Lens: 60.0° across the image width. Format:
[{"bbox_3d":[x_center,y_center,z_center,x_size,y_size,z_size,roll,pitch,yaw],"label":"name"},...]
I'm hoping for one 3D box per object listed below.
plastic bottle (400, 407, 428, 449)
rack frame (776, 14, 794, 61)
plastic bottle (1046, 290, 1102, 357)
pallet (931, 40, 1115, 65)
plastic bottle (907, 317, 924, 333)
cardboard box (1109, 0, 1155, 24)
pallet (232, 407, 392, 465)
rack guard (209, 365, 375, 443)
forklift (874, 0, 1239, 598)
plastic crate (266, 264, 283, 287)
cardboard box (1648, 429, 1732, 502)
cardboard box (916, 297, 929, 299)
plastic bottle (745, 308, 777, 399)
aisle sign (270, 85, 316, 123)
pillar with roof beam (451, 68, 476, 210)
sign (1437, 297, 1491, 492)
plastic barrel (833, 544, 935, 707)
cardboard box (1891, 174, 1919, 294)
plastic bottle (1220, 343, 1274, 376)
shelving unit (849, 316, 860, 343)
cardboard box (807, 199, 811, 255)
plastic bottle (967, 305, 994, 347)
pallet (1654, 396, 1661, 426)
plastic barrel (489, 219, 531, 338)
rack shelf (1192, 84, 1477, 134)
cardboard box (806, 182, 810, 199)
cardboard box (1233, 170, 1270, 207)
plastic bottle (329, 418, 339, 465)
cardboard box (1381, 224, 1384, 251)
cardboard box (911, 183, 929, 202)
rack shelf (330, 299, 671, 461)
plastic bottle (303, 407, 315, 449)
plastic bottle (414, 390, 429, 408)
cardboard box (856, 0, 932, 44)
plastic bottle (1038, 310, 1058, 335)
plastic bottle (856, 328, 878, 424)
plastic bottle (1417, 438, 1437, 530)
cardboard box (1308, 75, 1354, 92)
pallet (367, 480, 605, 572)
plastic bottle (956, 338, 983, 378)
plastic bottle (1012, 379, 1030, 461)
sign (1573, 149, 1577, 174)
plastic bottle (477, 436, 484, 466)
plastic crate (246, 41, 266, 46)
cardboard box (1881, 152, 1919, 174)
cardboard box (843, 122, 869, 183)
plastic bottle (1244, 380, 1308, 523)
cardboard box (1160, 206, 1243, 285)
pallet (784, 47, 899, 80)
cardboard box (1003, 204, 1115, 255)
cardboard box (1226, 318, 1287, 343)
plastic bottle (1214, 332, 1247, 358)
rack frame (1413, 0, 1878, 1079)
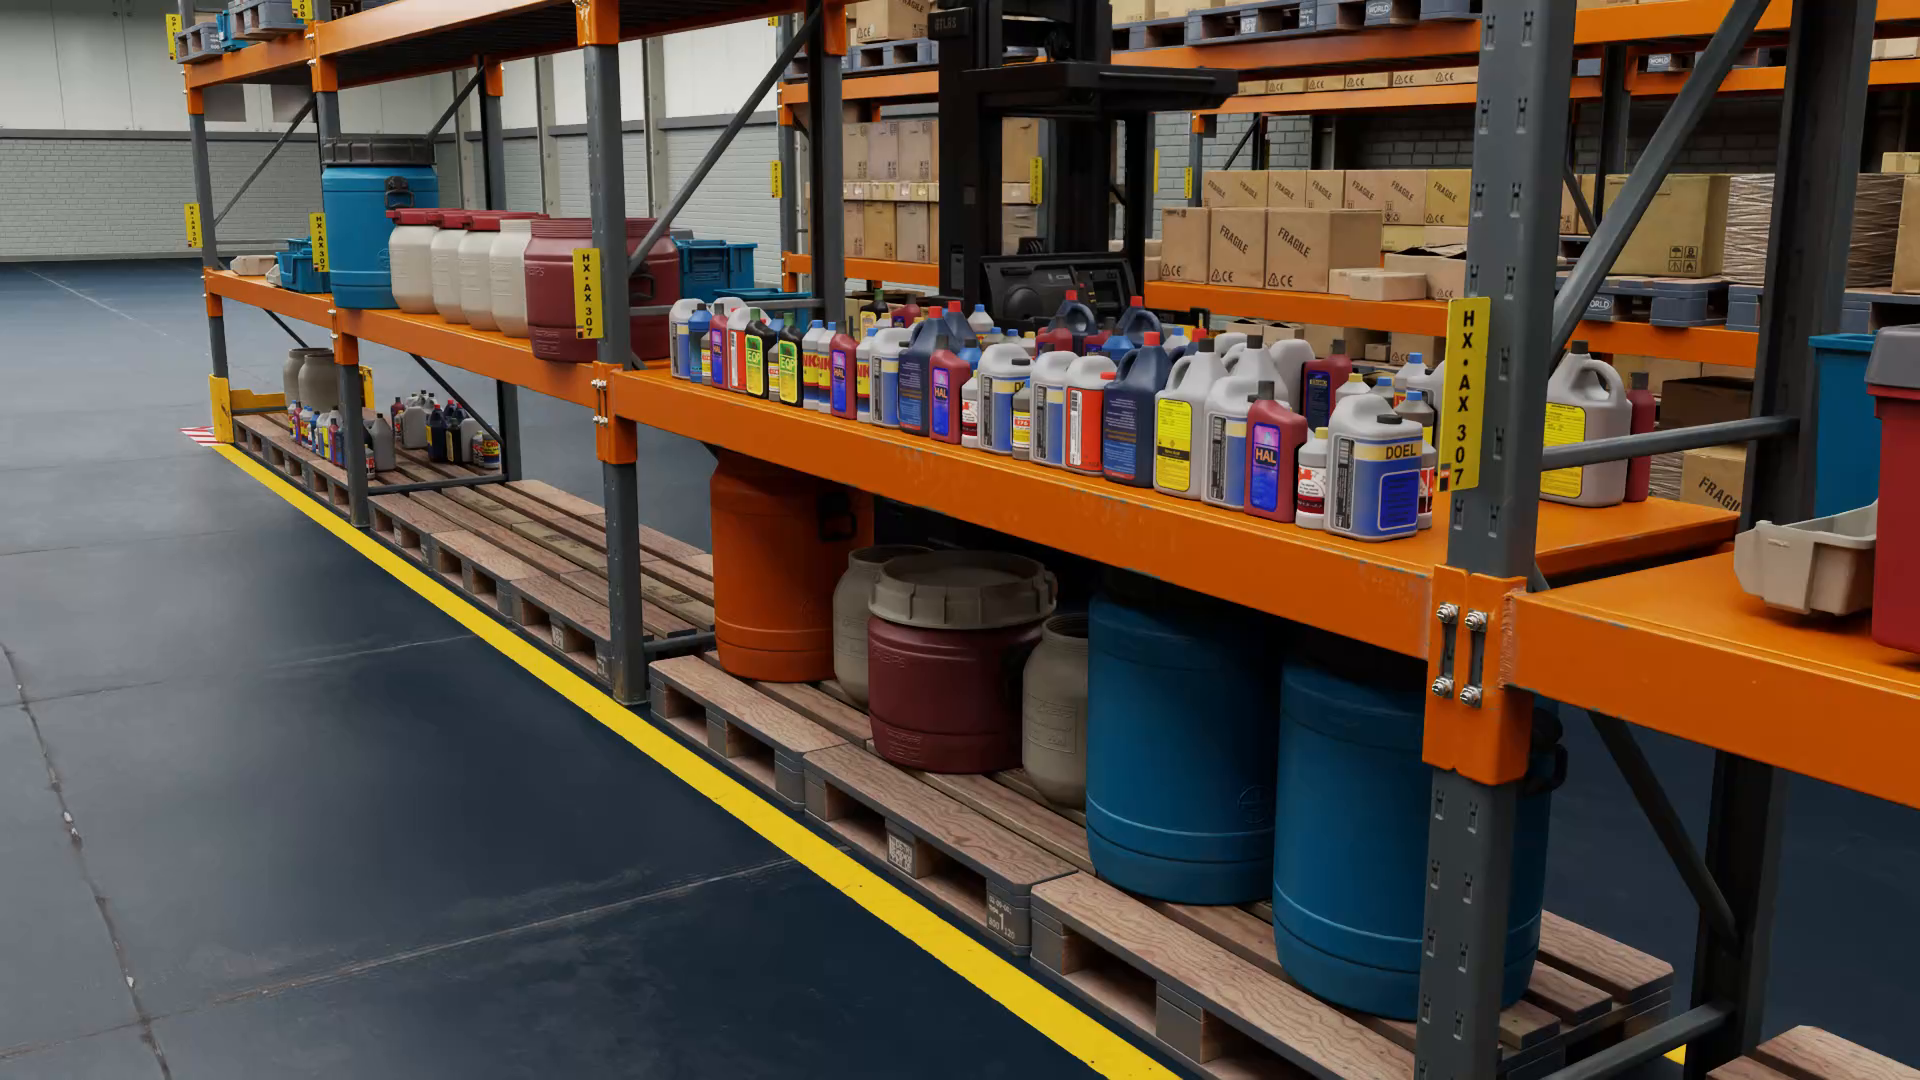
[{"bbox_3d":[-3.672,-0.762,11.171,0.152,0.276,0.135,-8,15,-33],"label":"plastic bottle"},{"bbox_3d":[-1.211,-5.826,14.937,1.000,3.000,0.127,-8,15,-33],"label":"rack frame"},{"bbox_3d":[0.362,-0.604,5.220,0.144,0.351,0.185,-8,15,-33],"label":"plastic bottle"},{"bbox_3d":[0.511,-3.754,12.694,1.003,0.211,1.213,-8,15,-33],"label":"pallet"},{"bbox_3d":[-0.149,-0.704,6.026,0.097,0.201,0.097,0,12,0],"label":"plastic bottle"},{"bbox_3d":[1.338,-3.670,11.470,0.500,0.250,0.500,-6,14,-27],"label":"cardboard box"},{"bbox_3d":[-4.810,-0.794,12.498,1.003,0.211,1.213,-8,15,-33],"label":"pallet"},{"bbox_3d":[-5.256,-1.080,13.131,1.175,0.500,0.348,-8,15,-33],"label":"rack guard"},{"bbox_3d":[0.637,-1.242,8.180,1.130,2.935,3.031,-9,15,-35],"label":"forklift"},{"bbox_3d":[-4.231,-1.728,10.859,0.530,0.136,0.437,-8,15,-33],"label":"plastic crate"},{"bbox_3d":[3.530,-0.259,8.345,0.500,0.500,0.500,-9,15,-35],"label":"cardboard box"},{"bbox_3d":[-0.100,-1.887,14.667,0.500,0.500,0.500,-8,15,-33],"label":"cardboard box"},{"bbox_3d":[-0.641,-0.603,5.370,0.061,0.283,0.133,-8,15,-33],"label":"plastic bottle"},{"bbox_3d":[-5.129,-3.627,12.842,0.394,0.787,0.004,-8,15,-33],"label":"aisle sign"},{"bbox_3d":[-16.187,-11.216,39.588,9.100,9.000,0.548,-8,15,-33],"label":"pillar with roof beam"},{"bbox_3d":[0.853,-0.246,2.815,0.100,0.325,0.005,-8,15,-33],"label":"sign"},{"bbox_3d":[-0.232,0.299,5.816,0.421,0.512,0.421,0,12,0],"label":"plastic barrel"},{"bbox_3d":[4.407,-1.322,7.167,0.500,0.500,0.700,11,16,41],"label":"cardboard box"},{"bbox_3d":[0.733,-0.389,4.408,0.152,0.276,0.135,-8,15,-33],"label":"plastic bottle"},{"bbox_3d":[-0.408,-0.704,9.773,0.258,1.200,0.503,-9,15,-35],"label":"shelving unit"},{"bbox_3d":[-0.963,-2.859,15.181,0.700,0.500,0.500,-8,15,-33],"label":"cardboard box"},{"bbox_3d":[0.067,-0.669,5.702,0.097,0.271,0.097,0,12,0],"label":"plastic bottle"},{"bbox_3d":[6.239,-1.053,13.682,1.003,0.211,1.213,-8,15,-33],"label":"pallet"},{"bbox_3d":[-1.886,-1.174,7.446,0.421,0.512,0.421,0,12,0],"label":"plastic barrel"},{"bbox_3d":[4.019,-4.240,16.392,1.077,0.370,4.000,-8,15,-33],"label":"rack shelf"},{"bbox_3d":[-1.173,-3.165,15.063,0.380,0.149,0.250,-8,15,-33],"label":"cardboard box"},{"bbox_3d":[3.190,-3.575,17.238,0.500,0.500,0.500,-8,15,-33],"label":"cardboard box"},{"bbox_3d":[-3.949,-0.624,10.524,0.061,0.283,0.133,-7,14,-29],"label":"plastic bottle"},{"bbox_3d":[4.051,-2.933,16.055,0.500,0.250,0.500,-8,15,-33],"label":"cardboard box"},{"bbox_3d":[-0.176,-2.845,13.598,0.380,0.149,0.250,-8,14,-31],"label":"cardboard box"},{"bbox_3d":[-2.013,-0.891,8.097,1.077,0.370,4.000,-8,15,-33],"label":"rack shelf"},{"bbox_3d":[-4.346,-0.753,11.141,0.097,0.271,0.097,0,12,0],"label":"plastic bottle"},{"bbox_3d":[-3.666,-0.854,11.415,0.144,0.351,0.185,-7,14,-30],"label":"plastic bottle"},{"bbox_3d":[-0.519,-4.355,13.689,0.500,0.500,0.500,-8,15,-33],"label":"cardboard box"},{"bbox_3d":[0.308,-0.605,5.379,0.061,0.283,0.133,-8,15,-33],"label":"plastic bottle"},{"bbox_3d":[-0.252,-0.479,4.833,0.097,0.271,0.097,0,12,0],"label":"plastic bottle"},{"bbox_3d":[0.918,-0.128,3.390,0.097,0.201,0.097,0,12,0],"label":"plastic bottle"},{"bbox_3d":[3.761,-4.632,16.222,0.500,0.500,0.500,-7,14,-29],"label":"cardboard box"},{"bbox_3d":[-2.653,-0.101,9.327,1.003,0.211,1.213,-8,15,-33],"label":"pallet"},{"bbox_3d":[0.029,-0.412,4.527,0.097,0.271,0.097,0,12,0],"label":"plastic bottle"},{"bbox_3d":[0.181,-0.306,4.204,0.097,0.201,0.097,0,12,0],"label":"plastic bottle"},{"bbox_3d":[5.587,-3.402,15.189,0.100,0.325,0.005,-8,15,-33],"label":"sign"},{"bbox_3d":[-2.989,-0.572,10.478,0.097,0.201,0.097,0,12,0],"label":"plastic bottle"},{"bbox_3d":[-4.346,-3.172,10.441,0.243,0.136,0.396,-8,15,-33],"label":"plastic crate"},{"bbox_3d":[6.936,-2.753,12.147,0.380,0.149,0.250,-11,17,-42],"label":"cardboard box"},{"bbox_3d":[-0.638,-3.391,14.575,0.700,0.500,0.500,-9,15,-34],"label":"cardboard box"},{"bbox_3d":[0.658,-0.186,3.462,0.061,0.283,0.133,-8,15,-33],"label":"plastic bottle"},{"bbox_3d":[1.709,-2.000,11.253,0.500,0.500,0.500,-7,14,-29],"label":"cardboard box"},{"bbox_3d":[-0.841,-4.188,14.678,1.003,0.211,1.213,-8,15,-33],"label":"pallet"},{"bbox_3d":[0.754,-2.311,12.672,0.700,0.500,0.500,-9,15,-34],"label":"cardboard box"},{"bbox_3d":[3.219,-2.250,17.891,0.500,0.311,0.500,-10,16,-39],"label":"cardboard box"},{"bbox_3d":[0.731,-0.448,4.679,0.152,0.276,0.135,-8,15,-33],"label":"plastic bottle"},{"bbox_3d":[1.312,-0.175,3.141,1.000,3.000,0.127,-8,15,-33],"label":"rack frame"}]
